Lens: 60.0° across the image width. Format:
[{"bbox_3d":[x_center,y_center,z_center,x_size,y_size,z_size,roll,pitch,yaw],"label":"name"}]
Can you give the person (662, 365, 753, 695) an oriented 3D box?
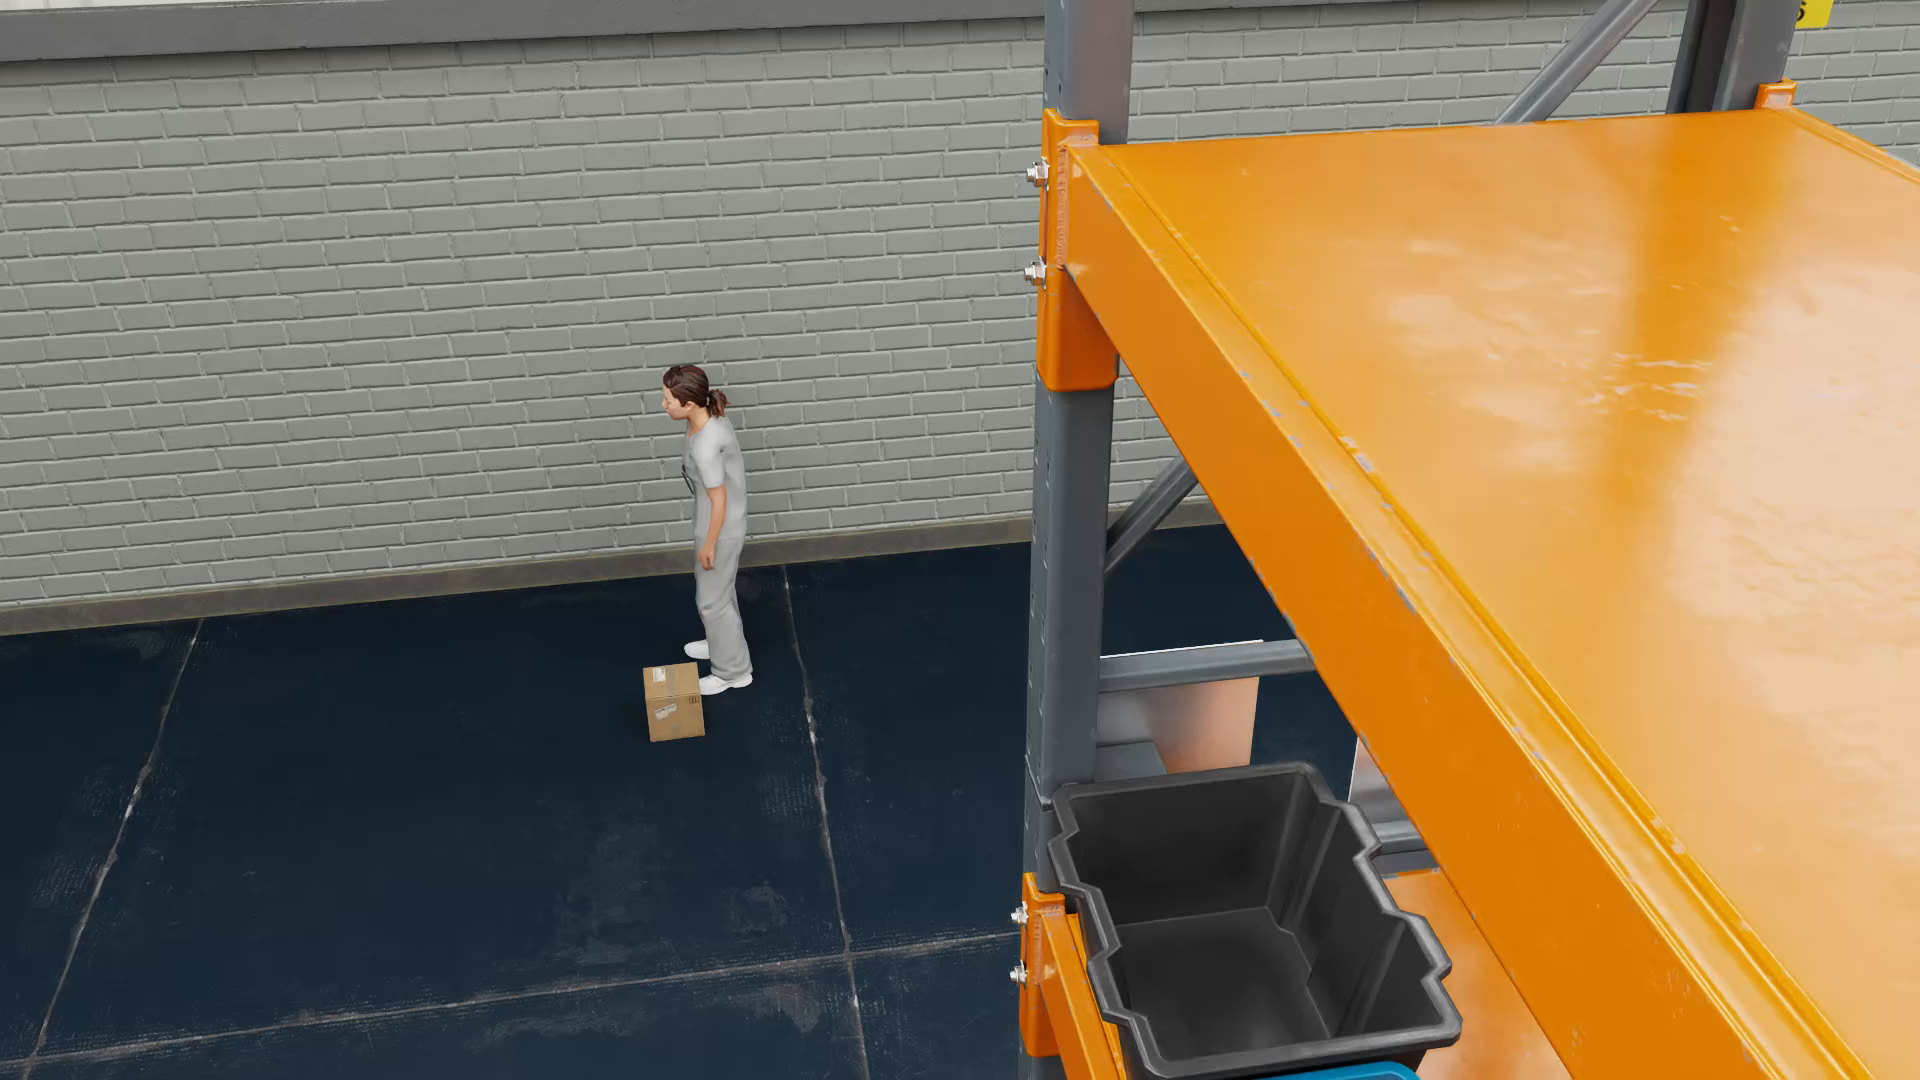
[{"bbox_3d":[-1.160,-0.059,7.732,0.360,1.672,0.484,-5,31,-9],"label":"person"}]
